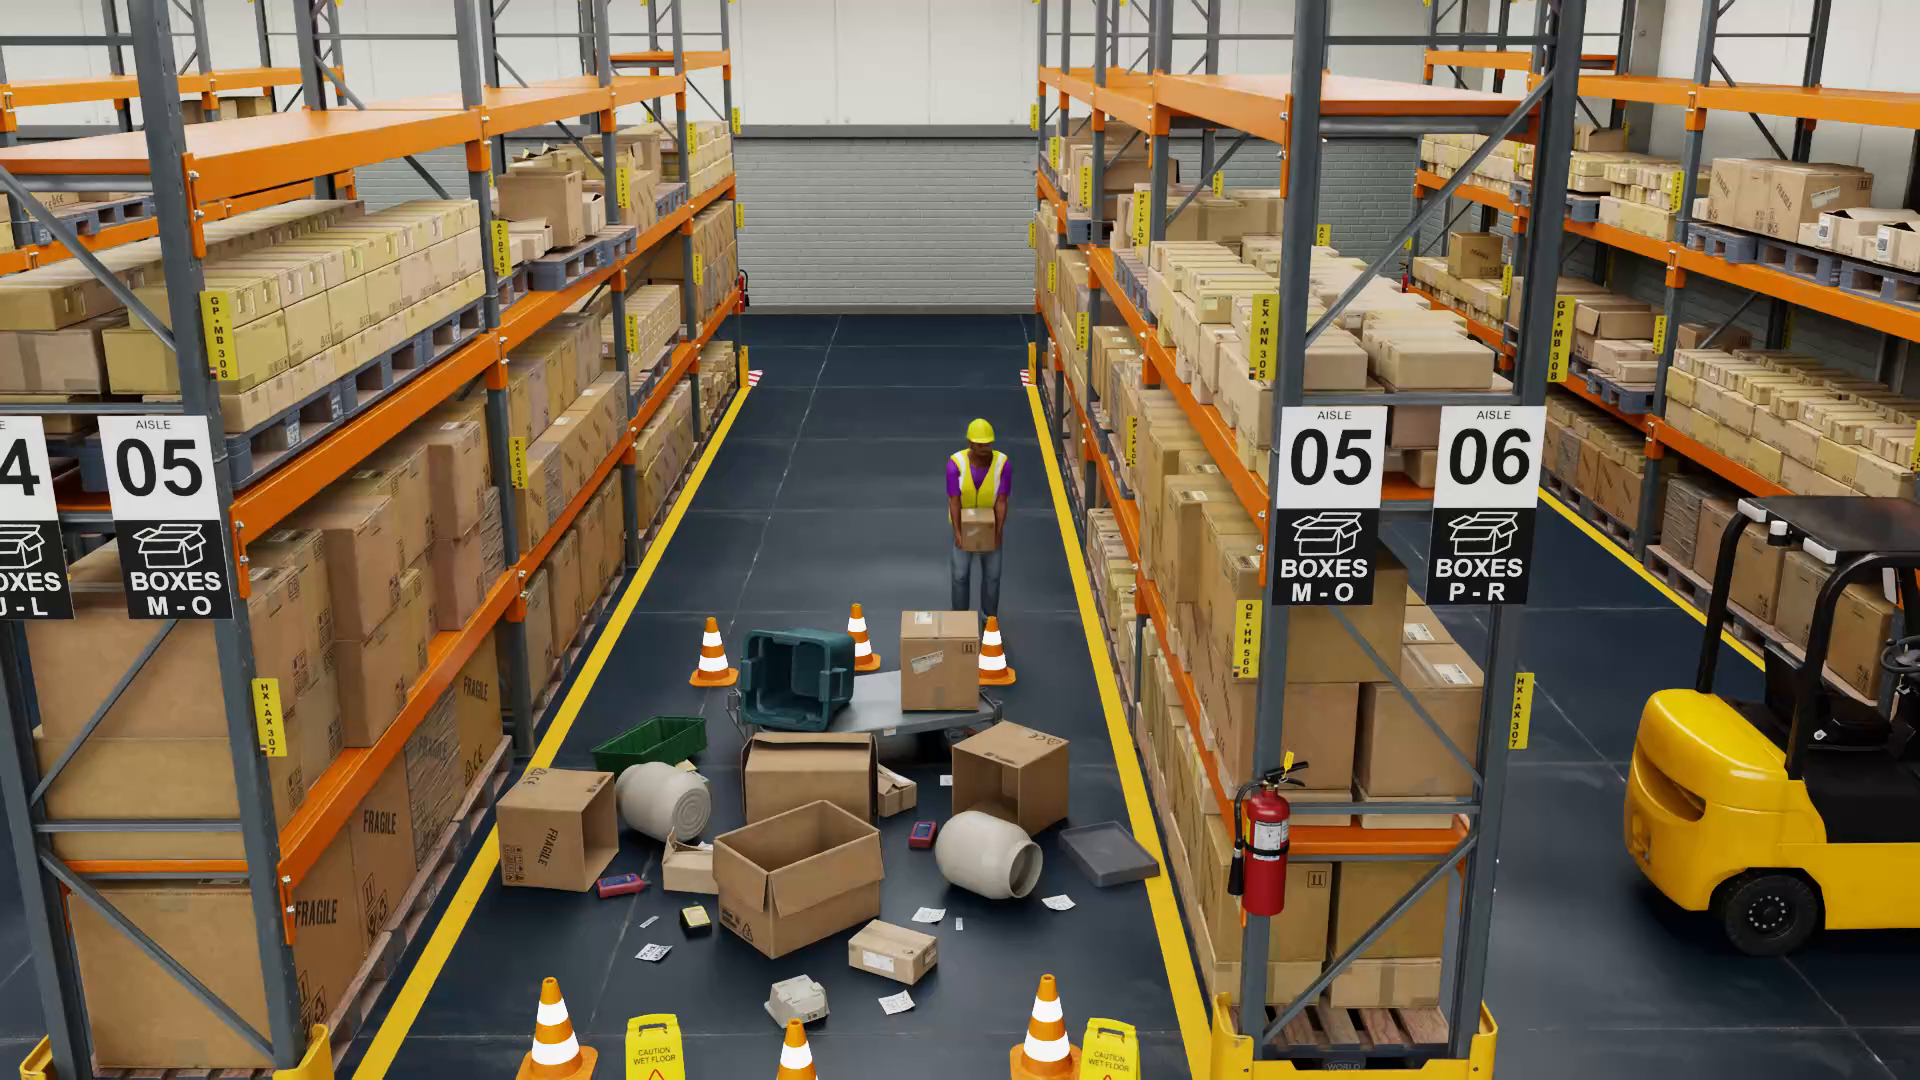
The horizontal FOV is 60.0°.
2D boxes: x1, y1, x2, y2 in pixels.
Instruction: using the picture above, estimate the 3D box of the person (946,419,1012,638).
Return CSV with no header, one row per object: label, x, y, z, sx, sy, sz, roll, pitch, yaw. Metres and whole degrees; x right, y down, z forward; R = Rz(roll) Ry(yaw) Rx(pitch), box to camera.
person,0.148,-0.080,12.802,0.503,1.743,0.591,-1,17,-2
